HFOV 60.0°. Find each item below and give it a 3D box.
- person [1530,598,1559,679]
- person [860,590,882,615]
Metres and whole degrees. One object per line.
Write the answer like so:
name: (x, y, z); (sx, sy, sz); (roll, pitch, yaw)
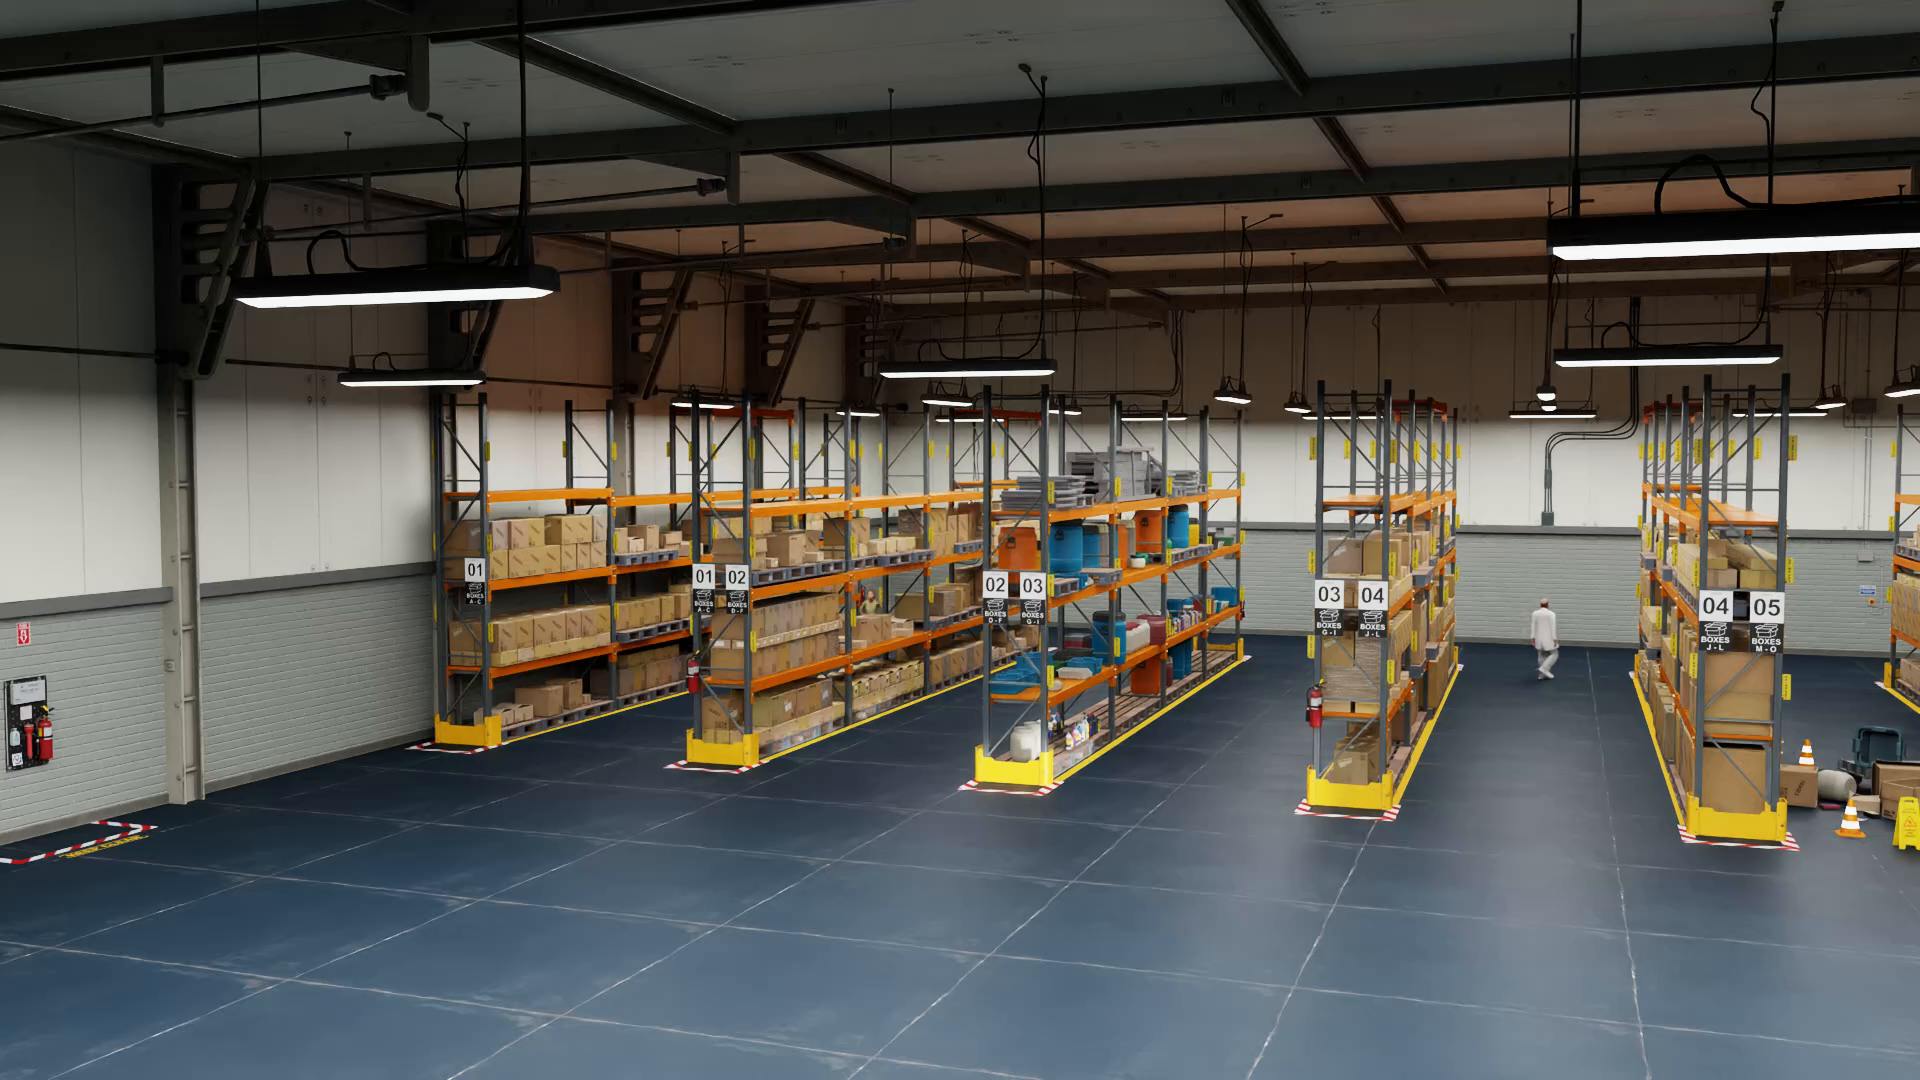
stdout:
person: (12.796, 2.228, 36.489); (0.564, 1.667, 0.620); (-3, 4, -43)
person: (-2.051, 1.952, 39.466); (0.561, 1.571, 0.698); (2, 3, 28)
